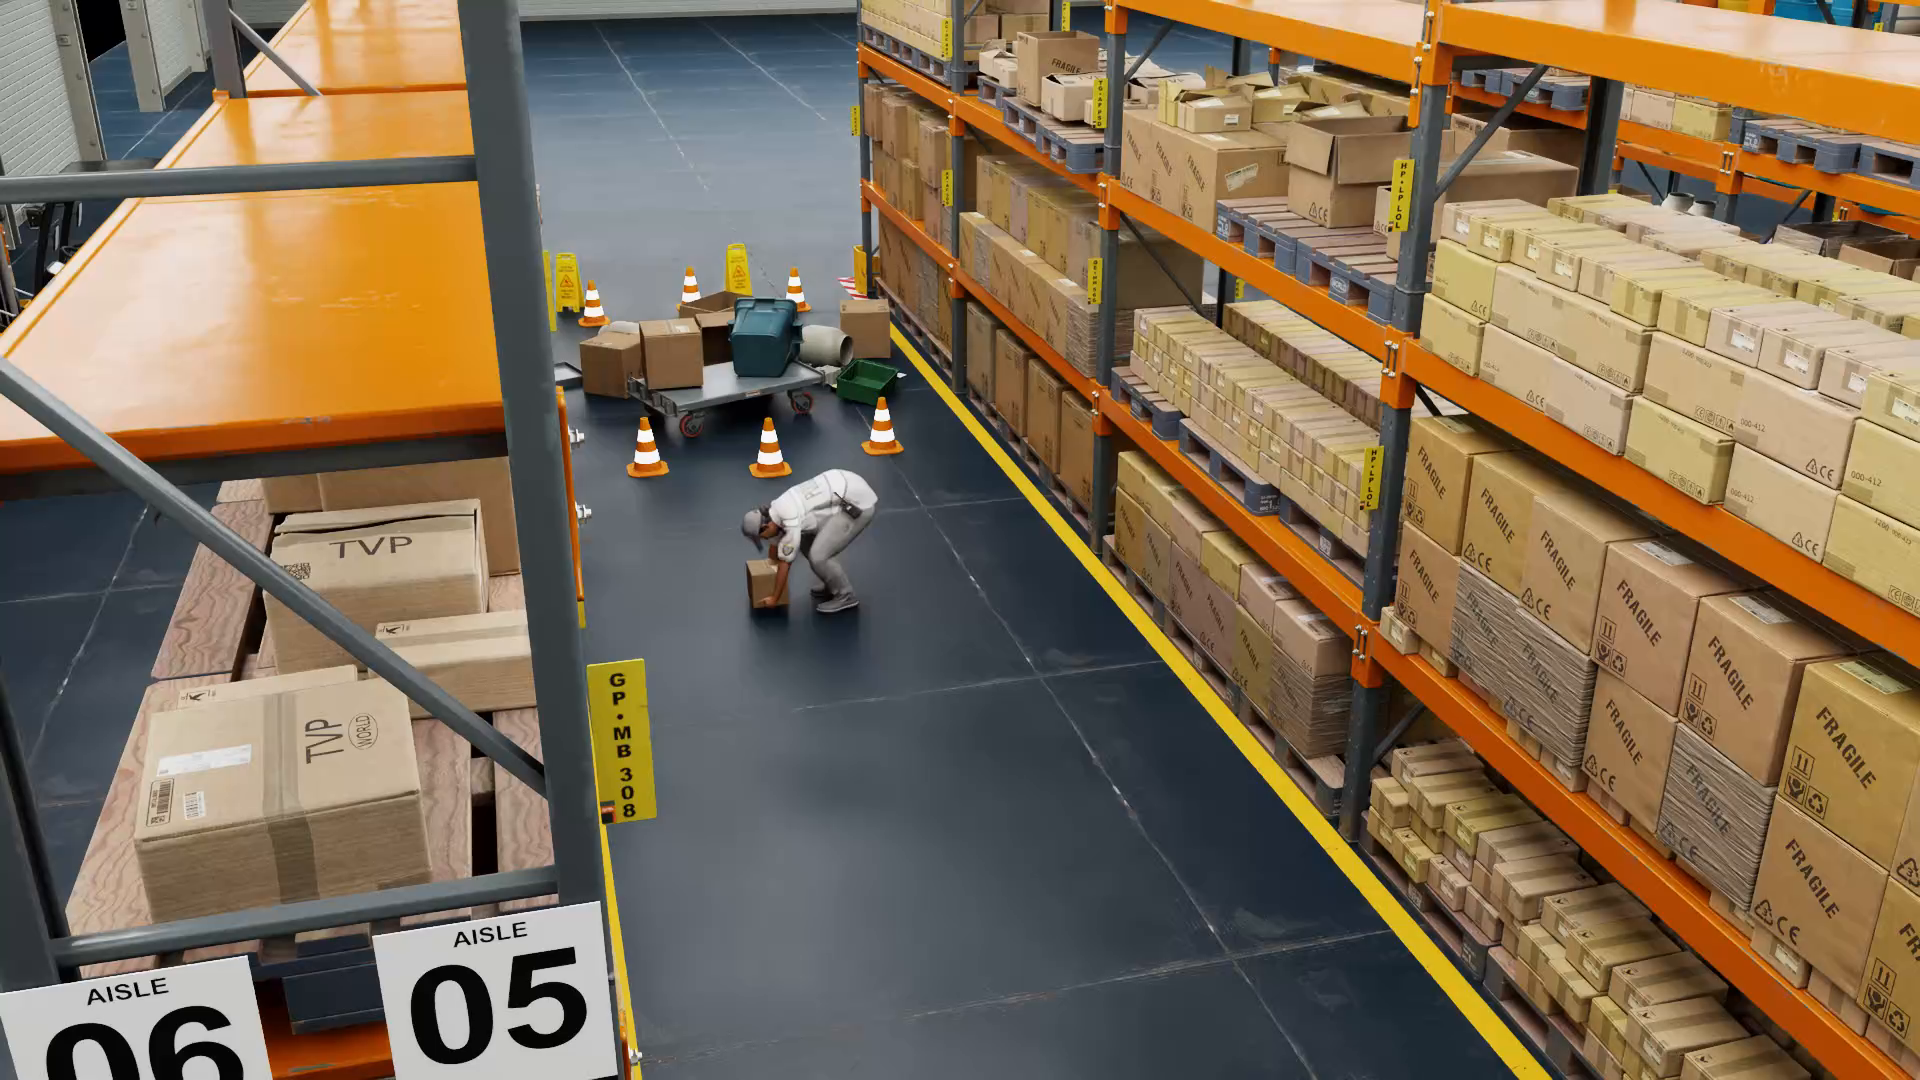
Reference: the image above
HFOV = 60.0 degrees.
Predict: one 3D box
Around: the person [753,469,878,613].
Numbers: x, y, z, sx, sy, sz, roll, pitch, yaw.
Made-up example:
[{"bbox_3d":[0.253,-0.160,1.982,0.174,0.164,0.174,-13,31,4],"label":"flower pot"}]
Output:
[{"bbox_3d":[1.164,-10.805,30.416,18.753,6.004,40.149,-7,24,-17],"label":"person"}]
